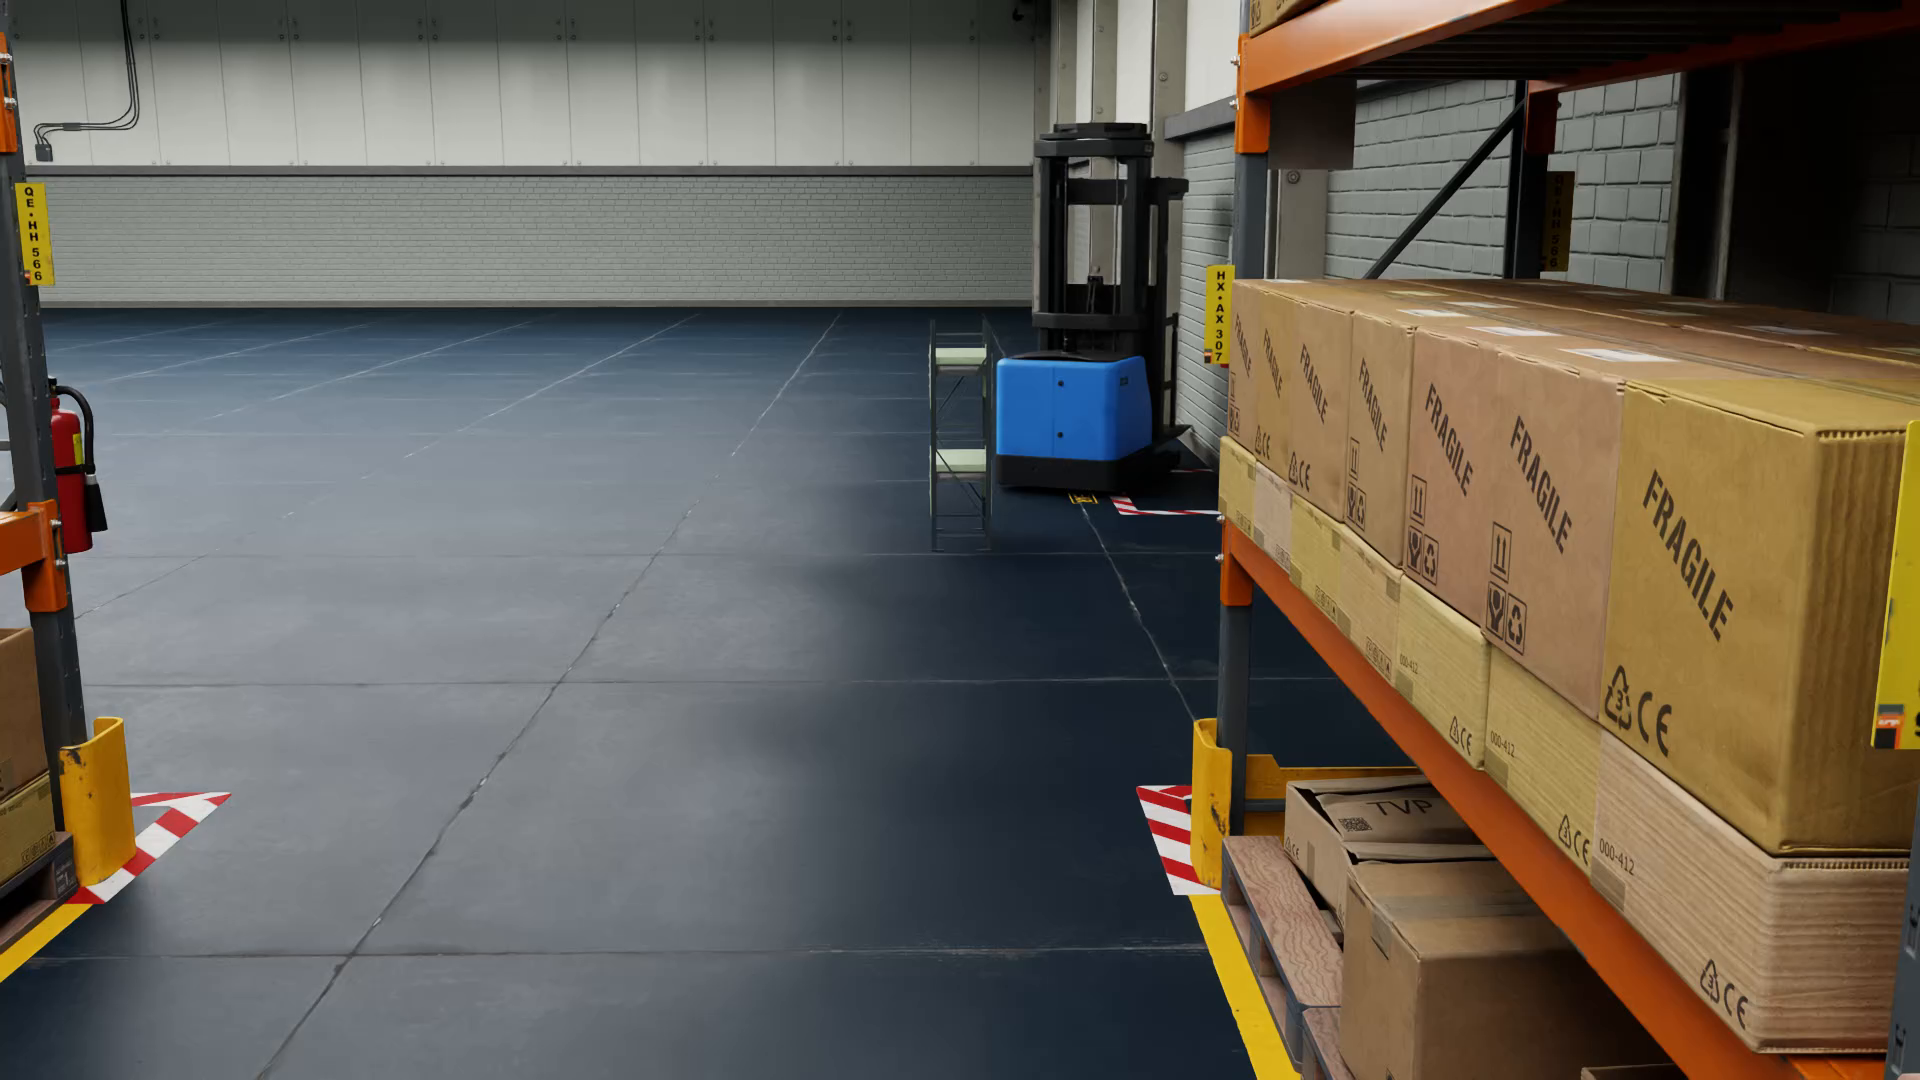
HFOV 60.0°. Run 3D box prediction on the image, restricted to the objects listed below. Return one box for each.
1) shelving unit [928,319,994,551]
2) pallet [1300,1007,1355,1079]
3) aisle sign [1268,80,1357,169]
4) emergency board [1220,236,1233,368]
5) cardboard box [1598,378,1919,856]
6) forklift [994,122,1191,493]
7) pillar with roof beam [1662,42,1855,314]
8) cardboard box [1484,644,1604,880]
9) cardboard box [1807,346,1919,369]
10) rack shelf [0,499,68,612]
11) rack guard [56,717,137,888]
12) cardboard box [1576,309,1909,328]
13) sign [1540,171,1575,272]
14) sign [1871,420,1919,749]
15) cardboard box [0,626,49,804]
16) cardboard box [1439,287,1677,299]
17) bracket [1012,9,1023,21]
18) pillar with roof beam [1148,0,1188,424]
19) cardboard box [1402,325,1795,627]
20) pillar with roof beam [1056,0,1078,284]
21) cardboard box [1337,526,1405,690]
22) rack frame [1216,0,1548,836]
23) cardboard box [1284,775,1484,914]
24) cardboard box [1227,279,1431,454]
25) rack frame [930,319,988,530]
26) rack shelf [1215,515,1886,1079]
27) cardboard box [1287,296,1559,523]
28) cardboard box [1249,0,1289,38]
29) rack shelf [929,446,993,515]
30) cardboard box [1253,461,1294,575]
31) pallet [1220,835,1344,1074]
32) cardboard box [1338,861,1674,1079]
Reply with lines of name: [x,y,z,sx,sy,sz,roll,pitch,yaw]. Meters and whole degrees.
shelving unit: [0.000,-0.736,11.417,0.431,1.500,0.755,0,11,-1]
pallet: [1.415,1.457,3.847,1.003,0.211,1.213,0,11,-1]
aisle sign: [1.108,-1.616,5.440,0.394,0.787,0.004,0,11,-1]
emergency board: [2.152,-1.877,13.267,0.194,1.169,0.643,0,11,-1]
cardboard box: [1.173,0.070,2.110,0.500,0.500,0.500,0,11,-1]
forklift: [1.309,-2.060,14.340,1.130,2.935,3.031,5,12,22]
pillar with roof beam: [-2.015,-3.115,4.282,9.100,9.000,0.400,0,11,-1]
cardboard box: [1.177,0.338,2.674,0.500,0.250,0.500,0,11,-1]
cardboard box: [1.684,-0.034,2.625,0.500,0.500,0.500,0,11,-1]
rack shelf: [-3.502,0.443,3.642,1.077,0.370,4.000,0,11,-1]
rack guard: [-3.544,0.913,5.802,1.175,0.500,0.348,0,11,-1]
cardboard box: [1.658,-0.237,3.621,0.500,0.500,0.500,0,11,0]
sign: [1.965,-1.049,5.479,0.100,0.325,0.005,0,11,-1]
sign: [0.950,0.046,1.610,0.100,0.325,0.005,0,11,-1]
cardboard box: [-3.234,0.572,5.168,0.500,0.500,0.500,0,11,-1]
cardboard box: [1.632,-0.439,4.621,0.500,0.500,0.500,0,11,0]
bracket: [1.256,-11.413,36.128,0.235,0.232,0.430,0,11,-1]
pillar with roof beam: [-2.263,-5.501,16.040,9.100,9.000,0.400,0,11,-1]
cardboard box: [1.158,-0.129,3.092,0.500,0.500,0.500,-1,11,-3]
pillar with roof beam: [-2.511,-7.886,27.798,9.100,9.000,0.400,0,11,-1]
cardboard box: [1.140,0.138,3.659,0.500,0.250,0.500,0,11,-1]
rack frame: [1.409,-0.328,5.634,1.000,3.000,0.127,0,11,-1]
cardboard box: [1.334,0.912,5.178,0.500,0.311,0.500,-2,12,-8]
cardboard box: [1.119,-0.536,5.098,0.500,0.500,0.500,0,11,-1]
rack frame: [-0.008,-0.809,11.775,0.400,1.500,0.023,0,11,-1]
rack shelf: [1.451,0.422,3.746,1.077,0.370,4.000,0,11,-1]
cardboard box: [1.123,-0.335,4.108,0.500,0.500,0.500,-1,11,-3]
cardboard box: [1.166,-1.790,4.991,0.500,0.500,0.500,0,11,0]
rack shelf: [0.000,-0.417,11.481,0.431,0.370,0.720,0,11,-1]
cardboard box: [1.127,-0.063,4.654,0.500,0.250,0.500,-1,11,-3]
pallet: [1.393,1.215,5.040,1.003,0.211,1.213,0,11,-1]
cardboard box: [1.311,1.078,3.880,0.700,0.500,0.500,-1,12,-5]
